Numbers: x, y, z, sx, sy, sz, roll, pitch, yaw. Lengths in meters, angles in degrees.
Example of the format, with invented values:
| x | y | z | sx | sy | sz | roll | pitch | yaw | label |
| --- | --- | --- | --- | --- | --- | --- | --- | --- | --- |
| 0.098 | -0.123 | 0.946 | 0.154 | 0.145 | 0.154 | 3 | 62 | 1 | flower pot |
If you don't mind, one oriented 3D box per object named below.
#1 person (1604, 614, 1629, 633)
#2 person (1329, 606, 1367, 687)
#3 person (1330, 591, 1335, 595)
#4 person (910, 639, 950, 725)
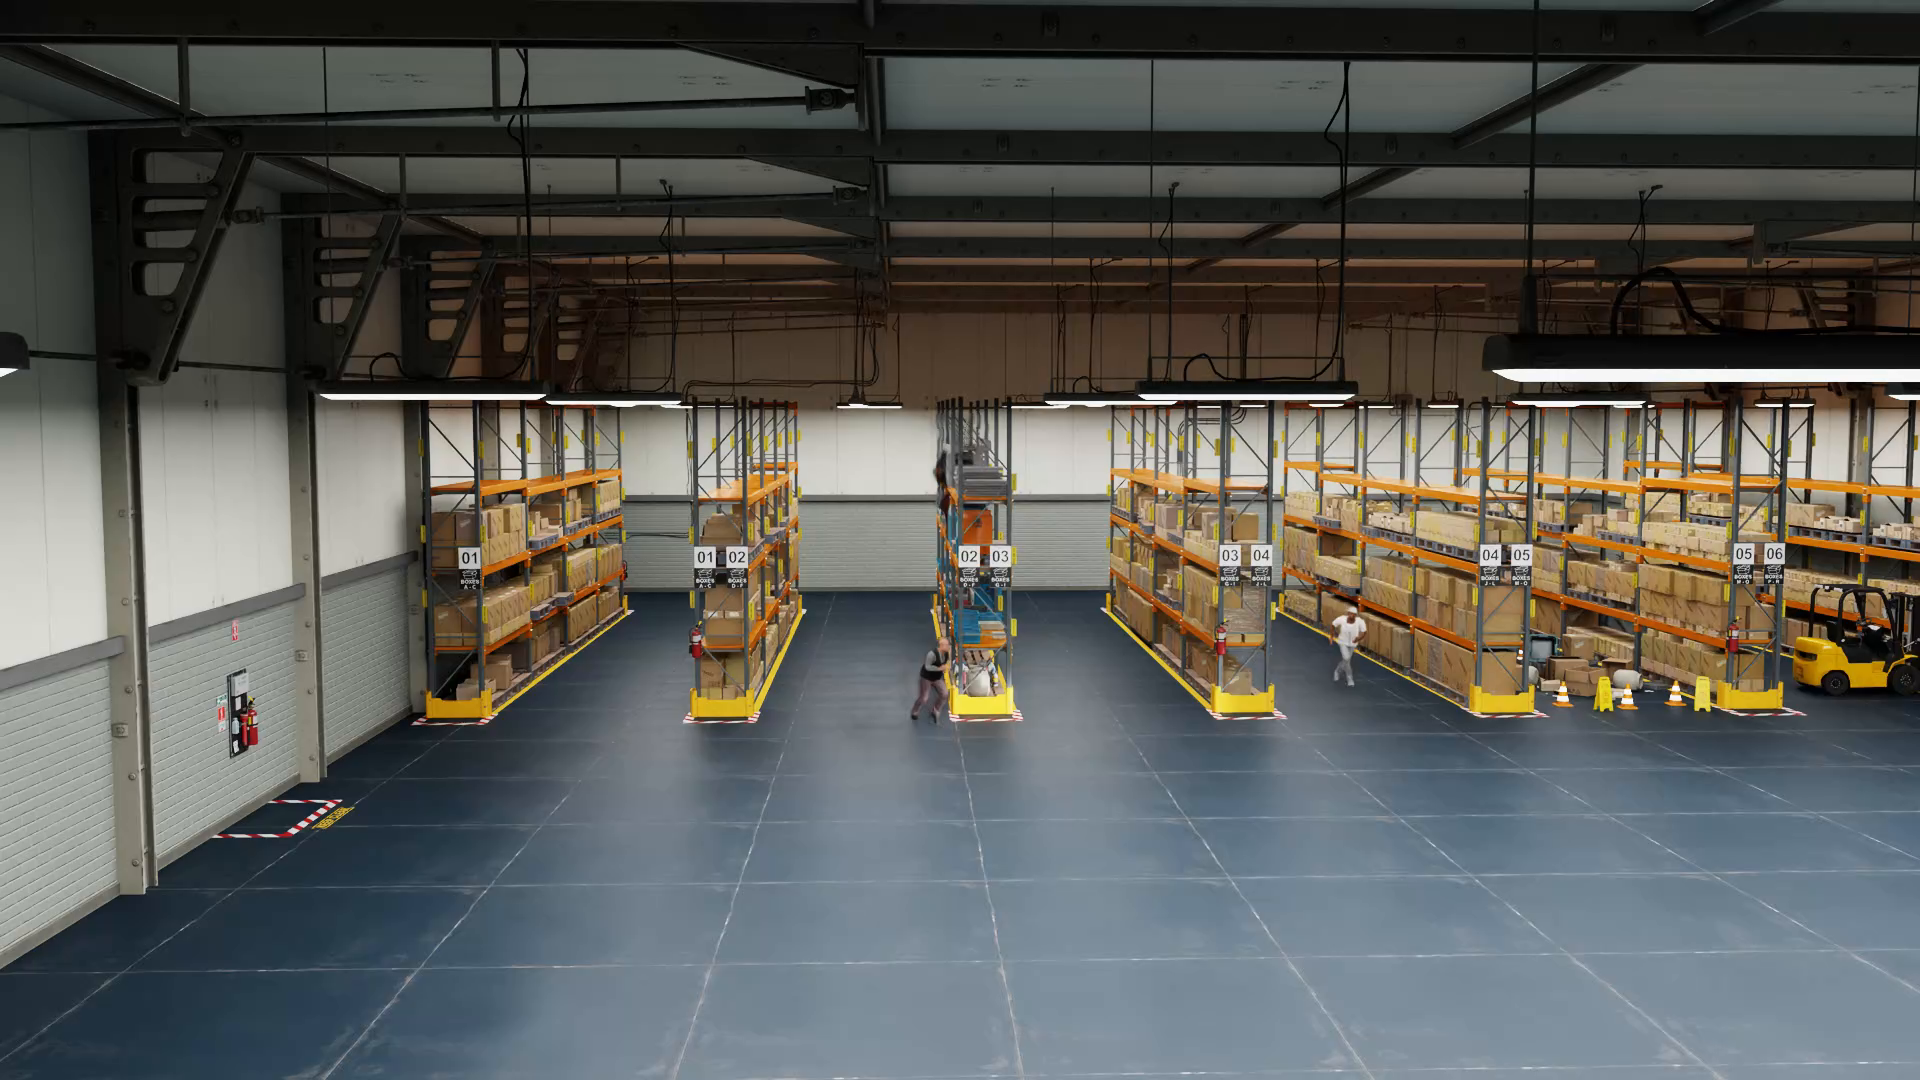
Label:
| x | y | z | sx | sy | sz | roll | pitch | yaw | label |
| --- | --- | --- | --- | --- | --- | --- | --- | --- | --- |
| 16.449 | 1.666 | 41.883 | 0.586 | 1.681 | 0.938 | -1 | 4 | -8 | person |
| 8.124 | 2.198 | 34.936 | 0.749 | 1.695 | 0.873 | 0 | 4 | -4 | person |
| 10.962 | 1.129 | 48.216 | 0.741 | 1.804 | 0.748 | -2 | 5 | -28 | person |
| -0.507 | 2.590 | 30.464 | 0.978 | 1.643 | 0.695 | 4 | 6 | 41 | person |
